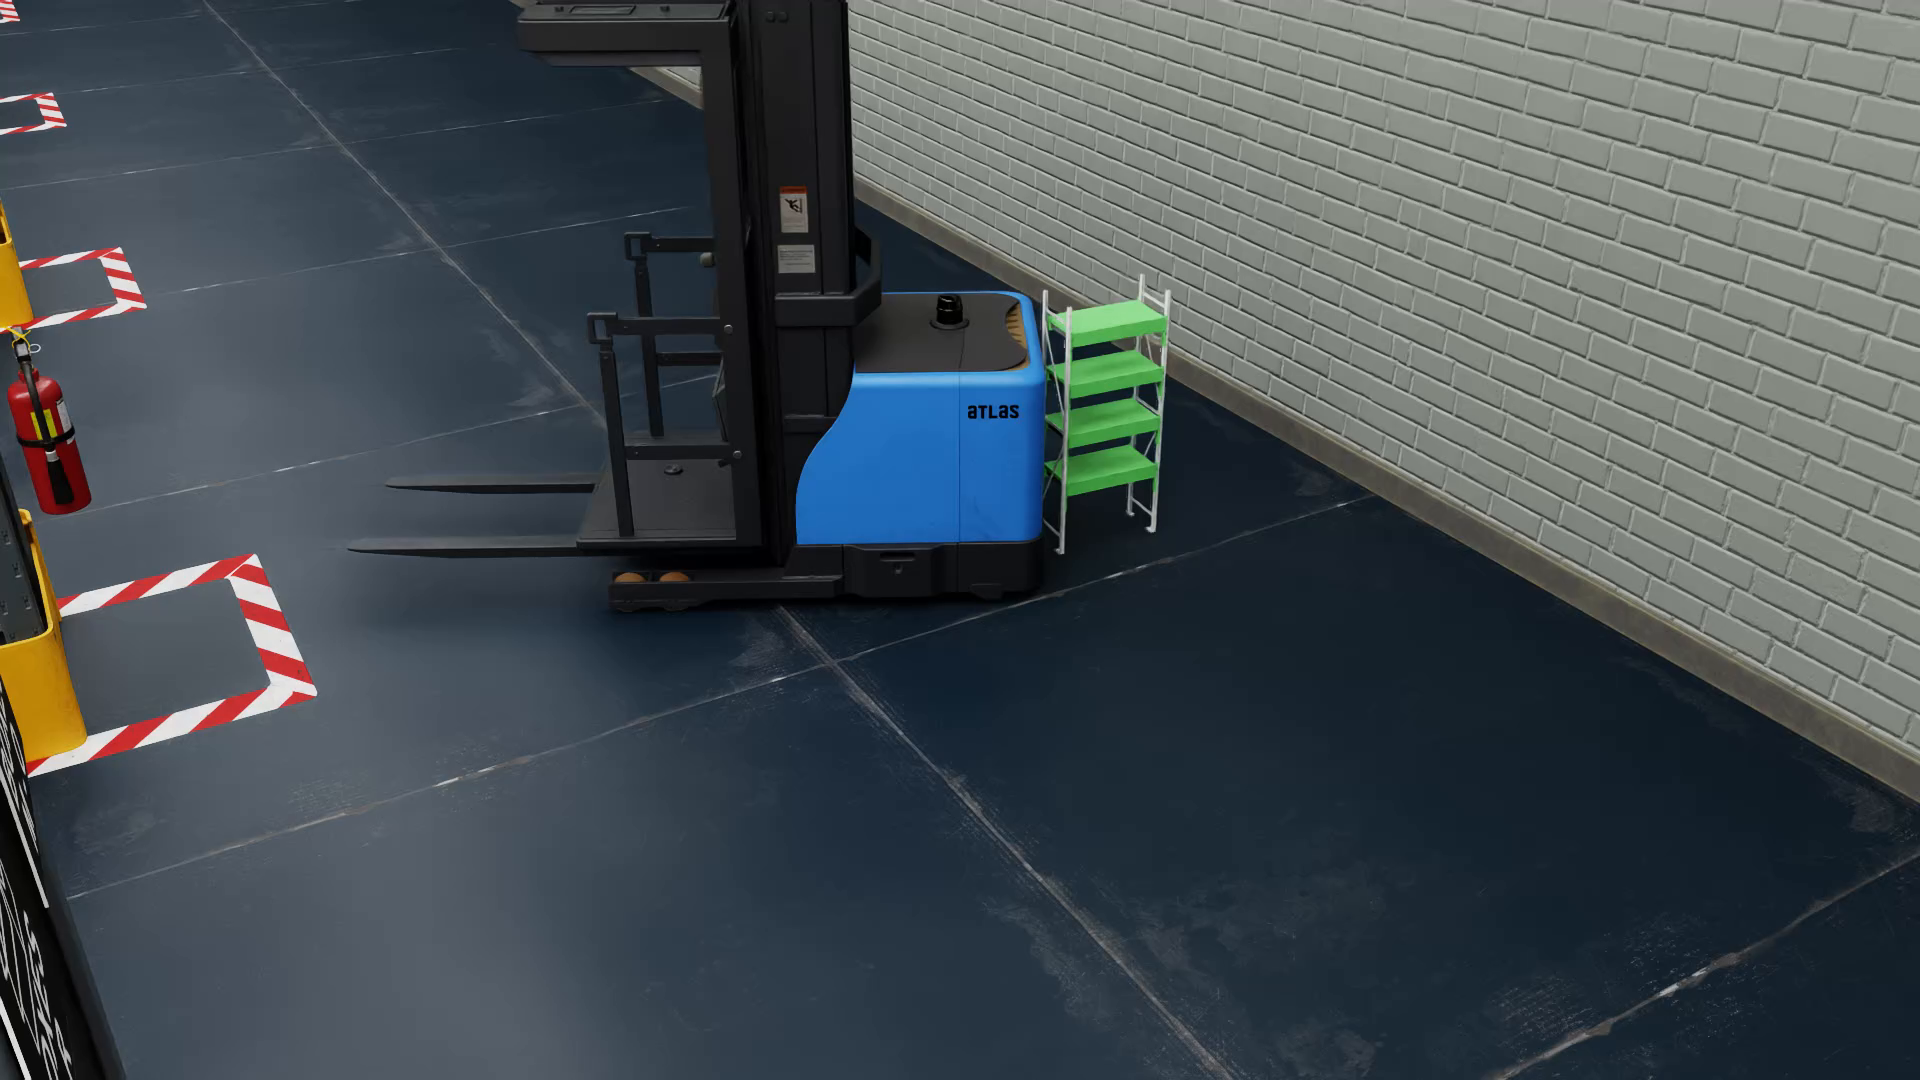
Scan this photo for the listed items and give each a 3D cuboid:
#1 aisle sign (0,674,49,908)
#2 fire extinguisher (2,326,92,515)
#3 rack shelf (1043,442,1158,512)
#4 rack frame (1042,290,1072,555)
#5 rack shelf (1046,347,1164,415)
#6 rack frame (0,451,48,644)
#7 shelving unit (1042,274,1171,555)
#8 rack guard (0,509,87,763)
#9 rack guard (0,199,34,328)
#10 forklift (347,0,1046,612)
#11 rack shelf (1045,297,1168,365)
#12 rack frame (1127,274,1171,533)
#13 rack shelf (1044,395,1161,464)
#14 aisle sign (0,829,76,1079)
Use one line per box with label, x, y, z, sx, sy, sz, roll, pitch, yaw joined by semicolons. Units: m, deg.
aisle sign;-1.185;0.010;1.936;0.004;0.787;0.394;-16;33;-26
fire extinguisher;-3.245;-0.423;5.877;0.183;0.674;0.296;-16;33;-26
rack shelf;0.640;-0.294;7.670;0.480;0.148;0.258;-13;31;-22
rack frame;0.419;-0.510;7.432;0.015;1.200;0.240;-13;31;-22
rack shelf;0.640;-0.714;7.438;0.480;0.148;0.258;-13;31;-22
rack frame;-3.696;-0.750;6.005;0.127;3.000;1.000;-16;33;-26
shelving unit;0.640;-0.560;7.523;0.503;1.200;0.258;-13;31;-22
rack guard;-3.761;0.363;6.575;0.348;0.500;1.175;-16;33;-26
rack guard;-6.100;-1.753;10.409;0.348;0.500;1.175;-16;33;-26
forklift;-1.160;-1.232;6.949;3.031;2.935;1.130;-1;29;-1
rack shelf;0.640;-0.924;7.322;0.480;0.148;0.258;-13;31;-22
rack frame;0.860;-0.610;7.614;0.015;1.200;0.240;-13;31;-22
rack shelf;0.640;-0.504;7.554;0.480;0.148;0.258;-13;31;-22
aisle sign;-0.882;0.260;1.483;0.004;0.787;0.394;-16;33;-26
